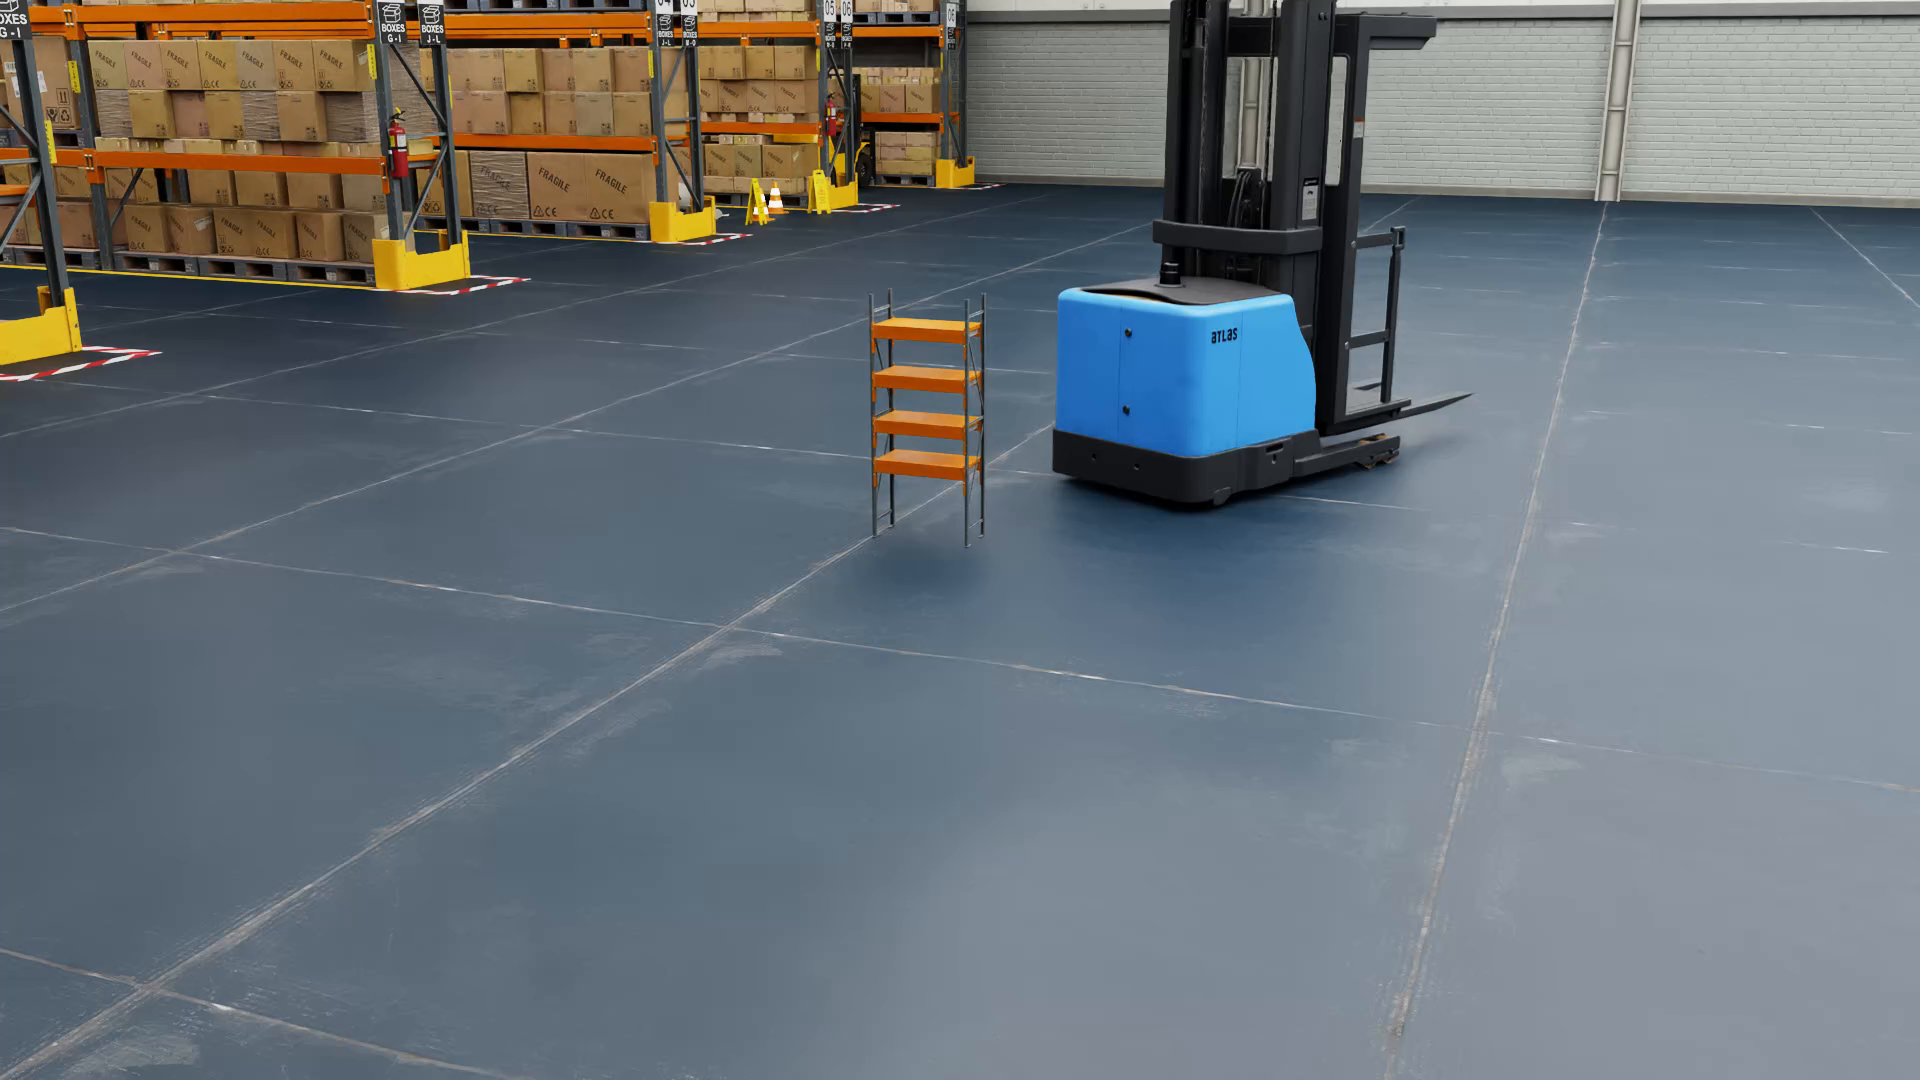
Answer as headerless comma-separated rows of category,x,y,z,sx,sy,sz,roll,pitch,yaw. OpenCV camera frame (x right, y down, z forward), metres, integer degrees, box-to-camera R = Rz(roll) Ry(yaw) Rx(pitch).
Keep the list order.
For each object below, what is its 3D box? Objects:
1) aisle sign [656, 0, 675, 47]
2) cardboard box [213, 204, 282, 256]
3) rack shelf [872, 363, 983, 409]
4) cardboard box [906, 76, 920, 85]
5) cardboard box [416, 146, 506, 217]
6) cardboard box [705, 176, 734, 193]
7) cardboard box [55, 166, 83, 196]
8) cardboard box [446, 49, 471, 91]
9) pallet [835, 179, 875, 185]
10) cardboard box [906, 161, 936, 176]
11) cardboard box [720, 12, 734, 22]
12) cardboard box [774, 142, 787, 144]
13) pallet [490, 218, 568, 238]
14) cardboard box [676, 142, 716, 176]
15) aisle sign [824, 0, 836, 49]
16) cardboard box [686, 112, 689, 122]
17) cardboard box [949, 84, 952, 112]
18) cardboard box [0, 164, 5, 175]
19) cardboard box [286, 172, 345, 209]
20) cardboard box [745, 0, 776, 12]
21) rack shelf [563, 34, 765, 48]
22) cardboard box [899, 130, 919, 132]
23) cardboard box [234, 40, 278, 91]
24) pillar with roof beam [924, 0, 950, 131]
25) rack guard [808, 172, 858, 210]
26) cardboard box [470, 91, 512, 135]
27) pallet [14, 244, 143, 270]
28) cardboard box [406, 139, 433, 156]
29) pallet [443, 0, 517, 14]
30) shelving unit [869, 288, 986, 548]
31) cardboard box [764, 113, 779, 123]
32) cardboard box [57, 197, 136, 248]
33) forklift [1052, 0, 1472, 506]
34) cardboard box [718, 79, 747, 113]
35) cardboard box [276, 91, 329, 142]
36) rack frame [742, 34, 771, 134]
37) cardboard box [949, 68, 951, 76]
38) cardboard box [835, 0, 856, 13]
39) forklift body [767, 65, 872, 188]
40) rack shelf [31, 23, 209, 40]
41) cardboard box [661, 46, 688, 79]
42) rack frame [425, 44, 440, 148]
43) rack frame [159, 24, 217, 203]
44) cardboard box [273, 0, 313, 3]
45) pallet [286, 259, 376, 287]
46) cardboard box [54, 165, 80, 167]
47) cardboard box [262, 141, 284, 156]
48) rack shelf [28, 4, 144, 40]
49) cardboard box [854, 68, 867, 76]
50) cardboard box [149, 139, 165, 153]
aisle sign,-3.694,-6.581,20.798,0.004,0.787,0.394,6,17,21
cardboard box,-7.785,-3.401,18.237,0.500,0.500,0.500,5,17,16
rack shelf,-0.154,-0.743,8.021,0.480,0.148,0.258,6,17,21
cardboard box,-0.784,-8.340,30.178,0.250,0.149,0.380,7,17,22
cardboard box,-6.811,-4.925,22.817,0.875,0.875,0.875,7,17,21
cardboard box,-3.746,-5.713,26.650,0.500,0.250,0.500,6,17,19
cardboard box,-13.238,-5.398,25.117,0.500,0.500,0.500,7,17,22
cardboard box,-6.486,-6.344,22.441,0.550,0.550,0.875,6,17,21
pallet,-1.967,-6.853,31.399,1.213,0.211,1.003,6,17,21
cardboard box,-0.663,-6.846,30.555,0.500,0.250,0.500,6,17,21
cardboard box,-3.543,-8.133,25.880,0.250,0.149,0.380,6,17,19
cardboard box,-3.087,-6.162,26.851,0.500,0.500,0.500,6,17,19
pallet,-5.553,-4.265,22.486,1.213,0.211,1.003,6,17,21
cardboard box,-4.215,-6.126,26.730,0.500,0.500,0.500,7,18,24
aisle sign,-1.976,-7.878,25.268,0.004,0.787,0.394,6,17,21
cardboard box,-4.287,-6.751,26.499,0.250,0.149,0.380,6,17,21
cardboard box,-0.469,-8.170,30.756,0.500,0.500,0.500,7,18,22
cardboard box,-15.057,-5.852,26.245,0.250,0.149,0.380,7,18,23
cardboard box,-8.877,-5.088,23.600,0.750,0.750,1.050,6,17,21
cardboard box,-2.965,-8.260,25.603,0.500,0.250,0.500,6,17,20
rack shelf,-5.691,-9.708,32.144,4.000,0.370,1.077,6,17,21
cardboard box,-0.953,-7.509,31.044,0.500,0.250,0.500,6,17,21
cardboard box,-7.097,-4.906,17.186,0.500,0.500,0.500,6,17,21
pillar with roof beam,-2.006,-10.069,26.715,0.400,9.000,9.100,6,17,21
rack guard,-1.998,-5.519,26.287,0.348,0.500,1.175,6,17,21
cardboard box,-6.044,-5.728,22.254,0.550,0.550,0.875,6,17,21
pallet,-10.009,-3.291,19.129,1.213,0.211,1.003,6,17,21
cardboard box,-5.741,-4.112,17.407,0.250,0.149,0.380,6,17,21
pallet,-6.613,-7.138,22.160,1.213,0.211,1.003,6,17,21
shelving unit,-0.154,-0.593,8.065,0.503,1.200,0.258,6,17,21
cardboard box,-2.861,-6.602,25.987,0.250,0.149,0.380,6,17,20
cardboard box,-9.848,-3.630,18.990,0.500,0.500,0.700,5,17,16
forklift,1.935,-1.911,9.500,3.031,2.935,1.130,-15,22,-41
cardboard box,-3.462,-6.991,26.161,0.500,0.500,0.500,6,17,20
cardboard box,-6.574,-4.415,17.290,0.500,0.500,0.875,6,17,21
rack frame,-3.831,-8.408,31.757,0.127,3.000,1.000,6,17,21
cardboard box,-0.344,-8.591,30.511,0.250,0.149,0.380,6,17,20
cardboard box,-2.057,-9.921,30.471,0.637,0.503,0.797,7,18,22
forklift body,-2.543,-7.312,29.504,1.214,2.155,2.313,6,17,21
rack shelf,-12.952,-7.535,24.659,4.000,0.370,1.077,6,17,21
cardboard box,-4.394,-7.574,26.377,0.500,0.500,0.700,6,17,19
rack frame,-9.369,-7.530,28.730,0.127,3.000,1.000,6,17,21
rack frame,-11.092,-6.236,24.273,0.127,3.000,1.000,6,17,21
cardboard box,-6.571,-5.543,16.777,0.500,0.250,0.500,6,17,21
pallet,-6.377,-2.902,17.792,1.213,0.211,1.003,6,17,21
cardboard box,-13.253,-5.755,25.002,0.500,0.250,0.500,7,18,23
cardboard box,-7.073,-4.120,17.435,0.250,0.149,0.380,6,17,21
rack shelf,-11.145,-5.850,18.855,4.000,0.370,1.077,6,17,21
cardboard box,-1.744,-8.588,30.499,0.250,0.149,0.380,7,17,22
cardboard box,-8.488,-4.259,17.916,0.250,0.149,0.380,6,17,21
